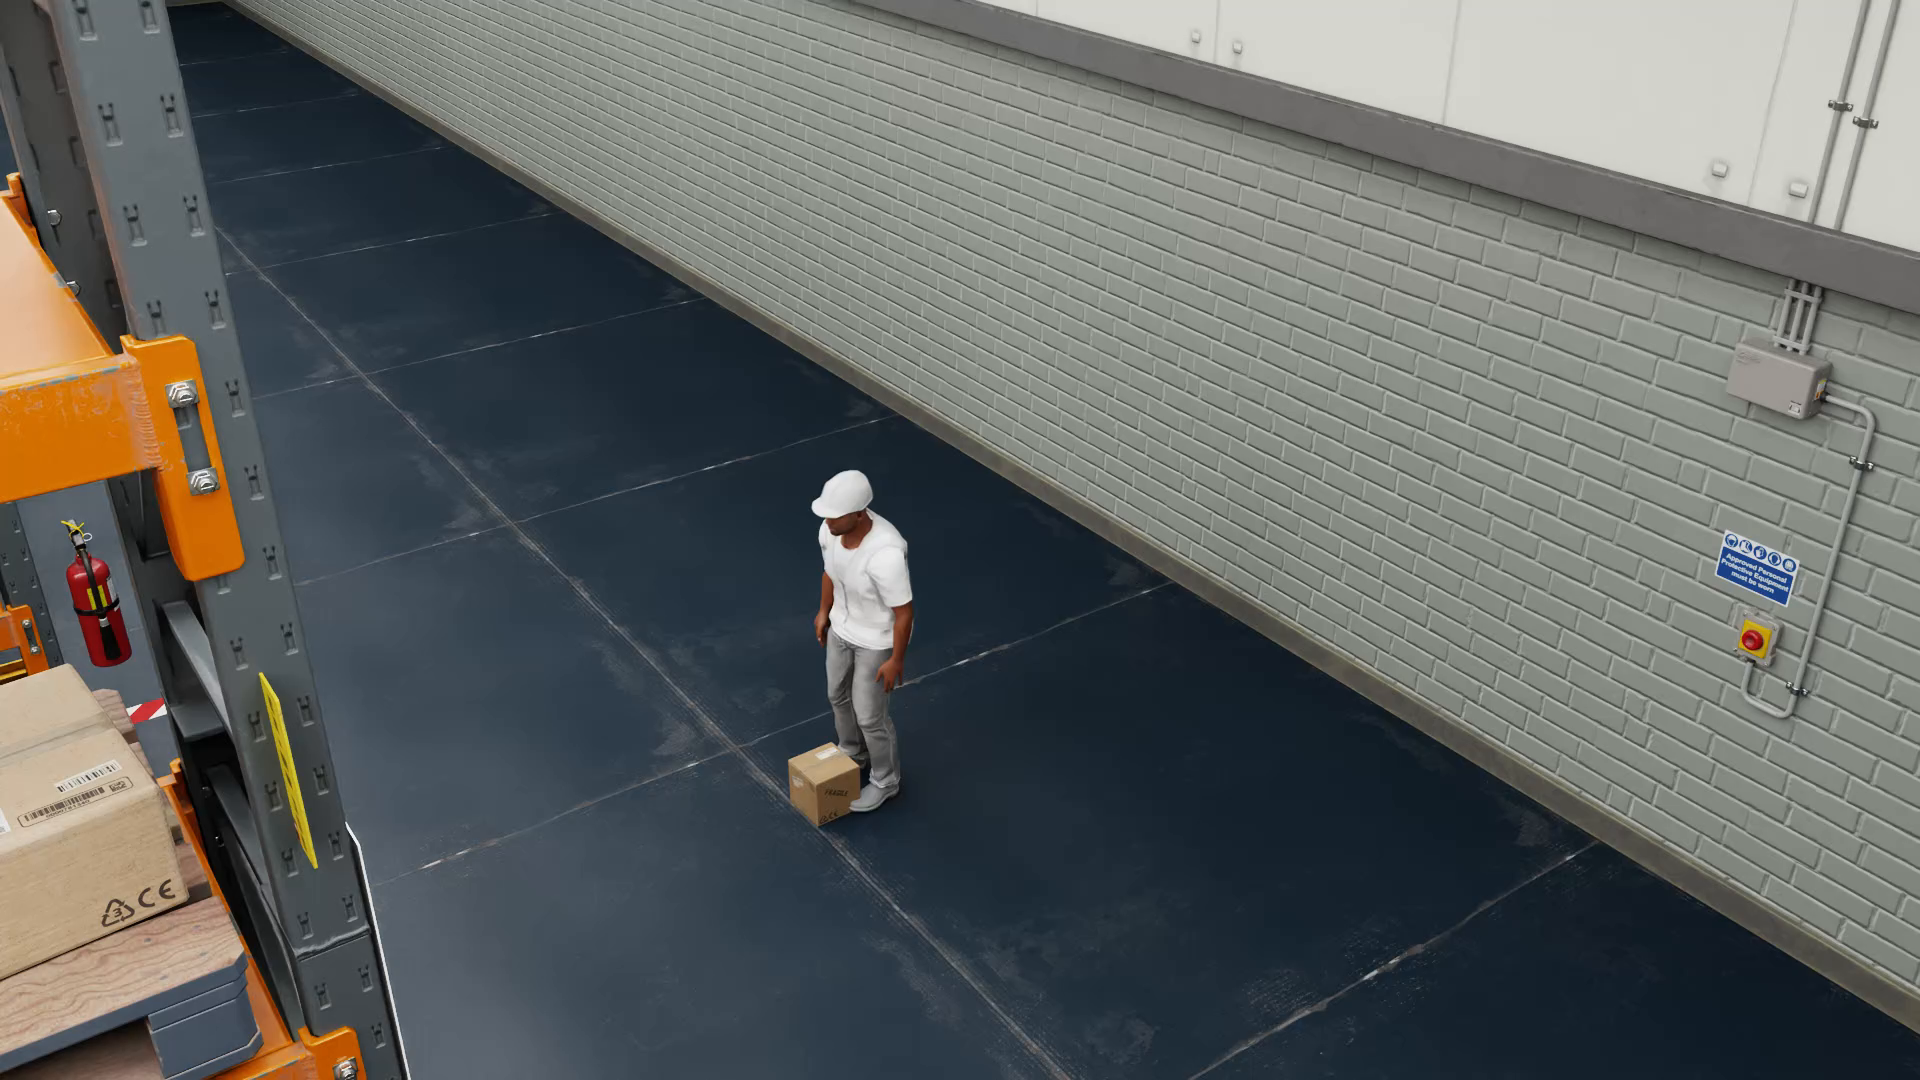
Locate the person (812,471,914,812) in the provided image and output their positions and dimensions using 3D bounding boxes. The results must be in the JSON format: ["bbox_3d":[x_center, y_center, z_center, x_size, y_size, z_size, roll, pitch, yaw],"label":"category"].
[{"bbox_3d":[-0.470,0.448,7.778,0.461,1.759,0.629,-21,35,-33],"label":"person"}]
